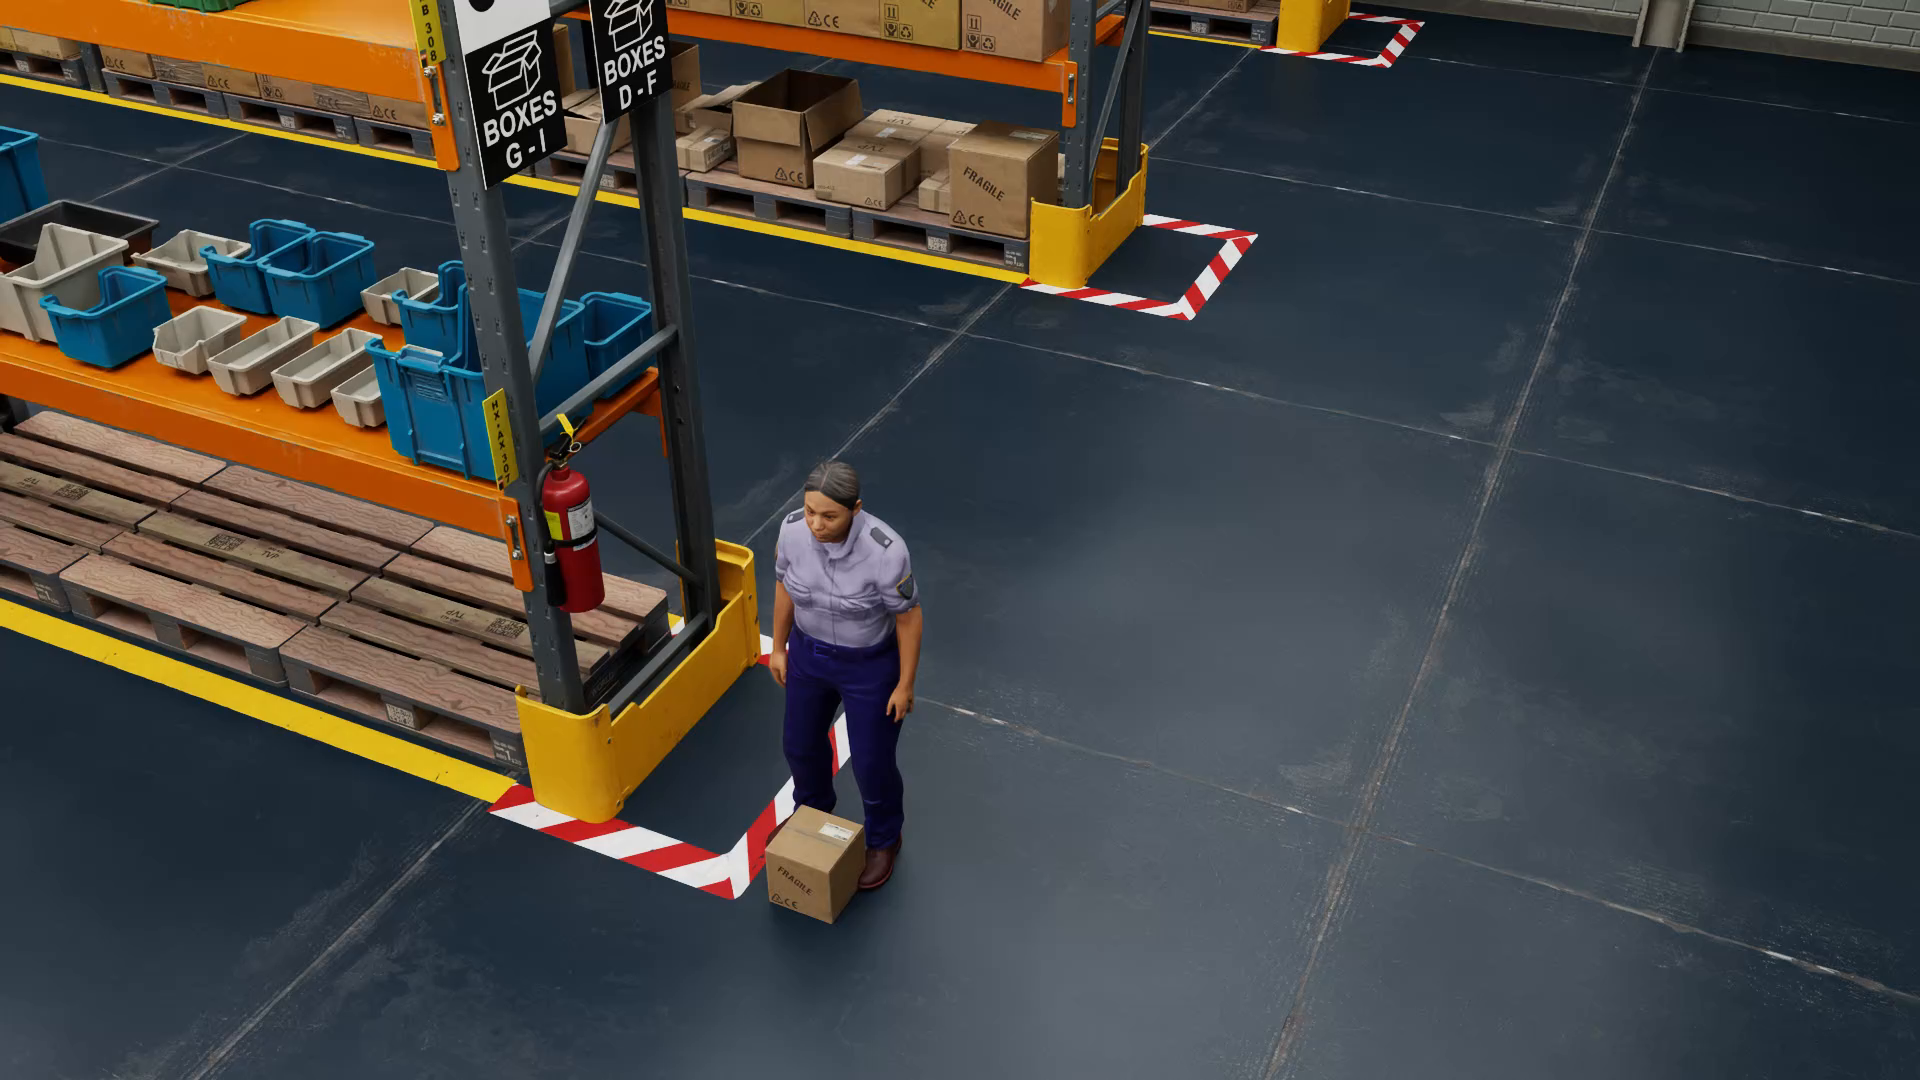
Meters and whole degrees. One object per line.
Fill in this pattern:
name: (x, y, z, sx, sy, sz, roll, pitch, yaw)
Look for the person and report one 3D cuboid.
person: (-0.393, 0.417, 5.527, 0.564, 1.652, 0.368, 15, 37, 21)
